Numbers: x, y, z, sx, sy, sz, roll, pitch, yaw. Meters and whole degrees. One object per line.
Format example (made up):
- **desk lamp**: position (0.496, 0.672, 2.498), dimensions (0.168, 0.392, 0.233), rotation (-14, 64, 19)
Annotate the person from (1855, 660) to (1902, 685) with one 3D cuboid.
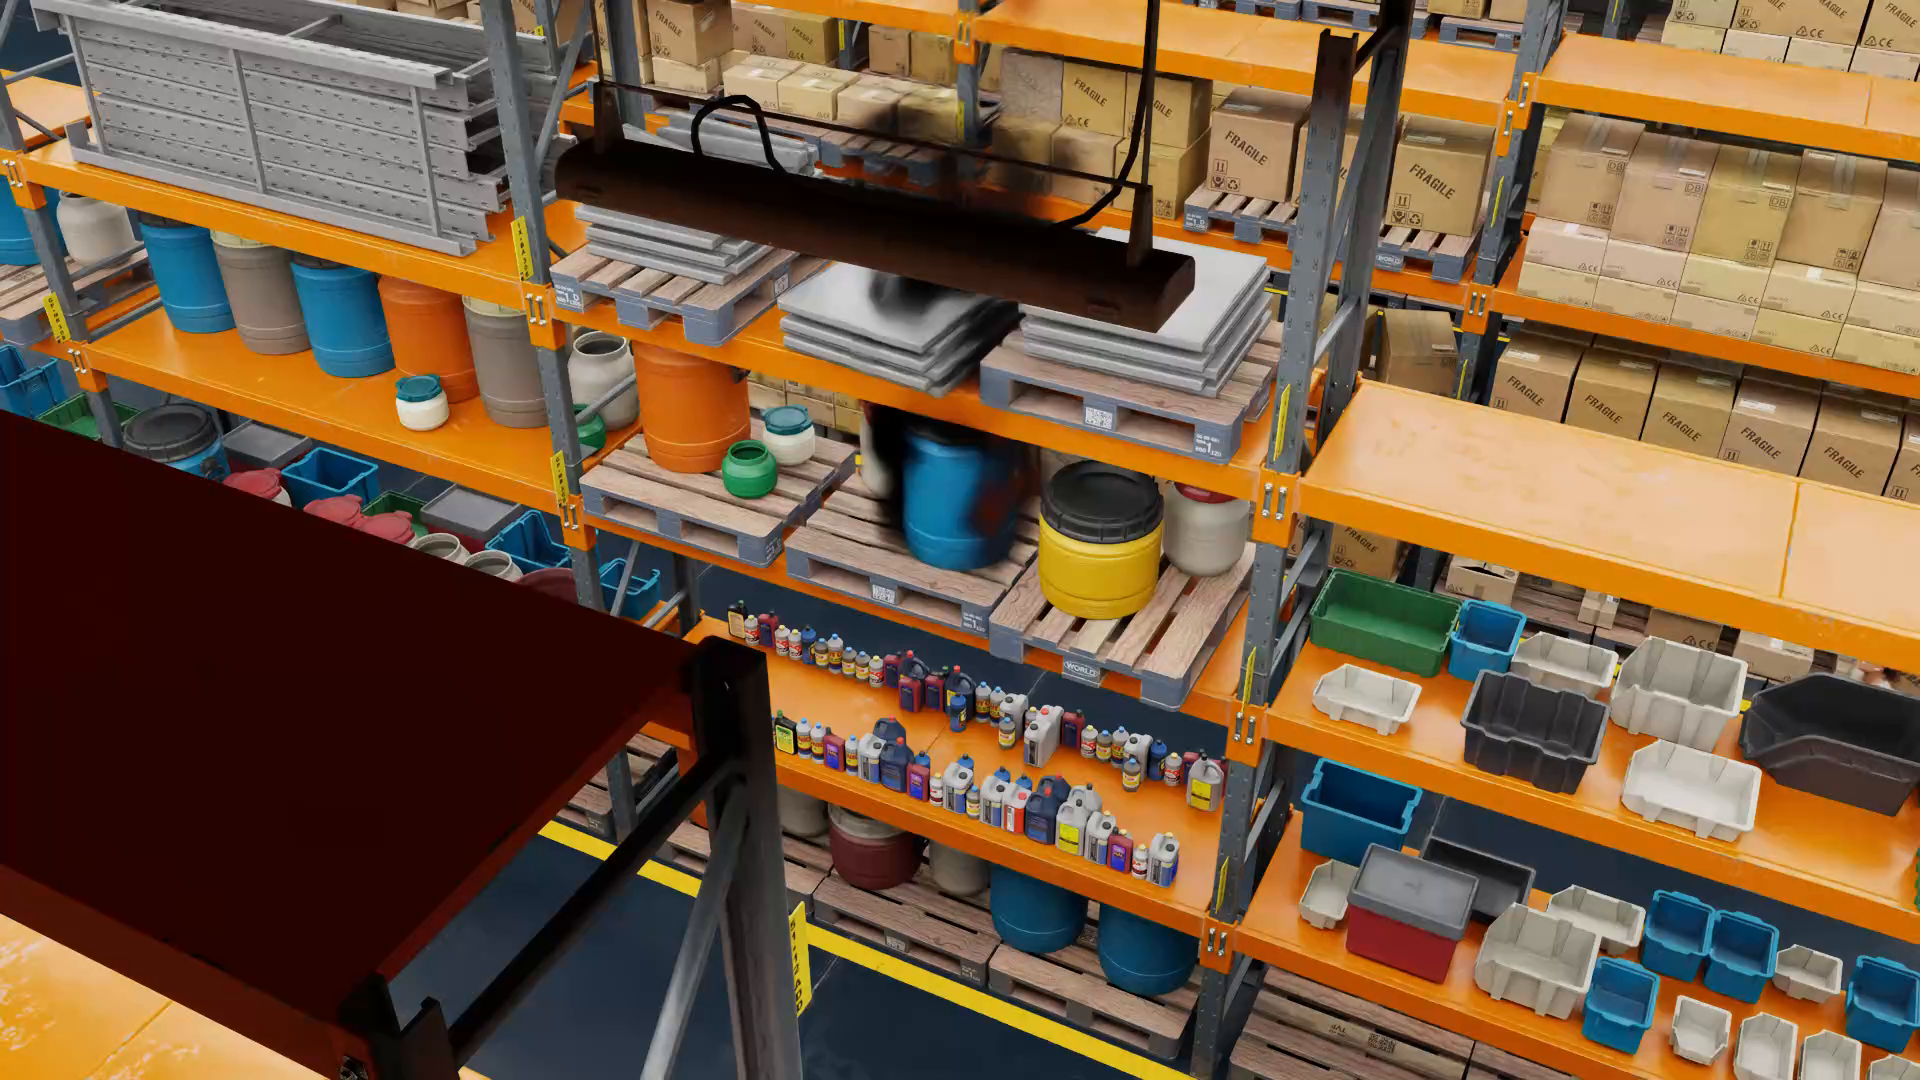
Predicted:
- **person**: position (5.599, 1.323, 10.538), dimensions (0.679, 1.675, 0.560), rotation (10, 36, 13)
